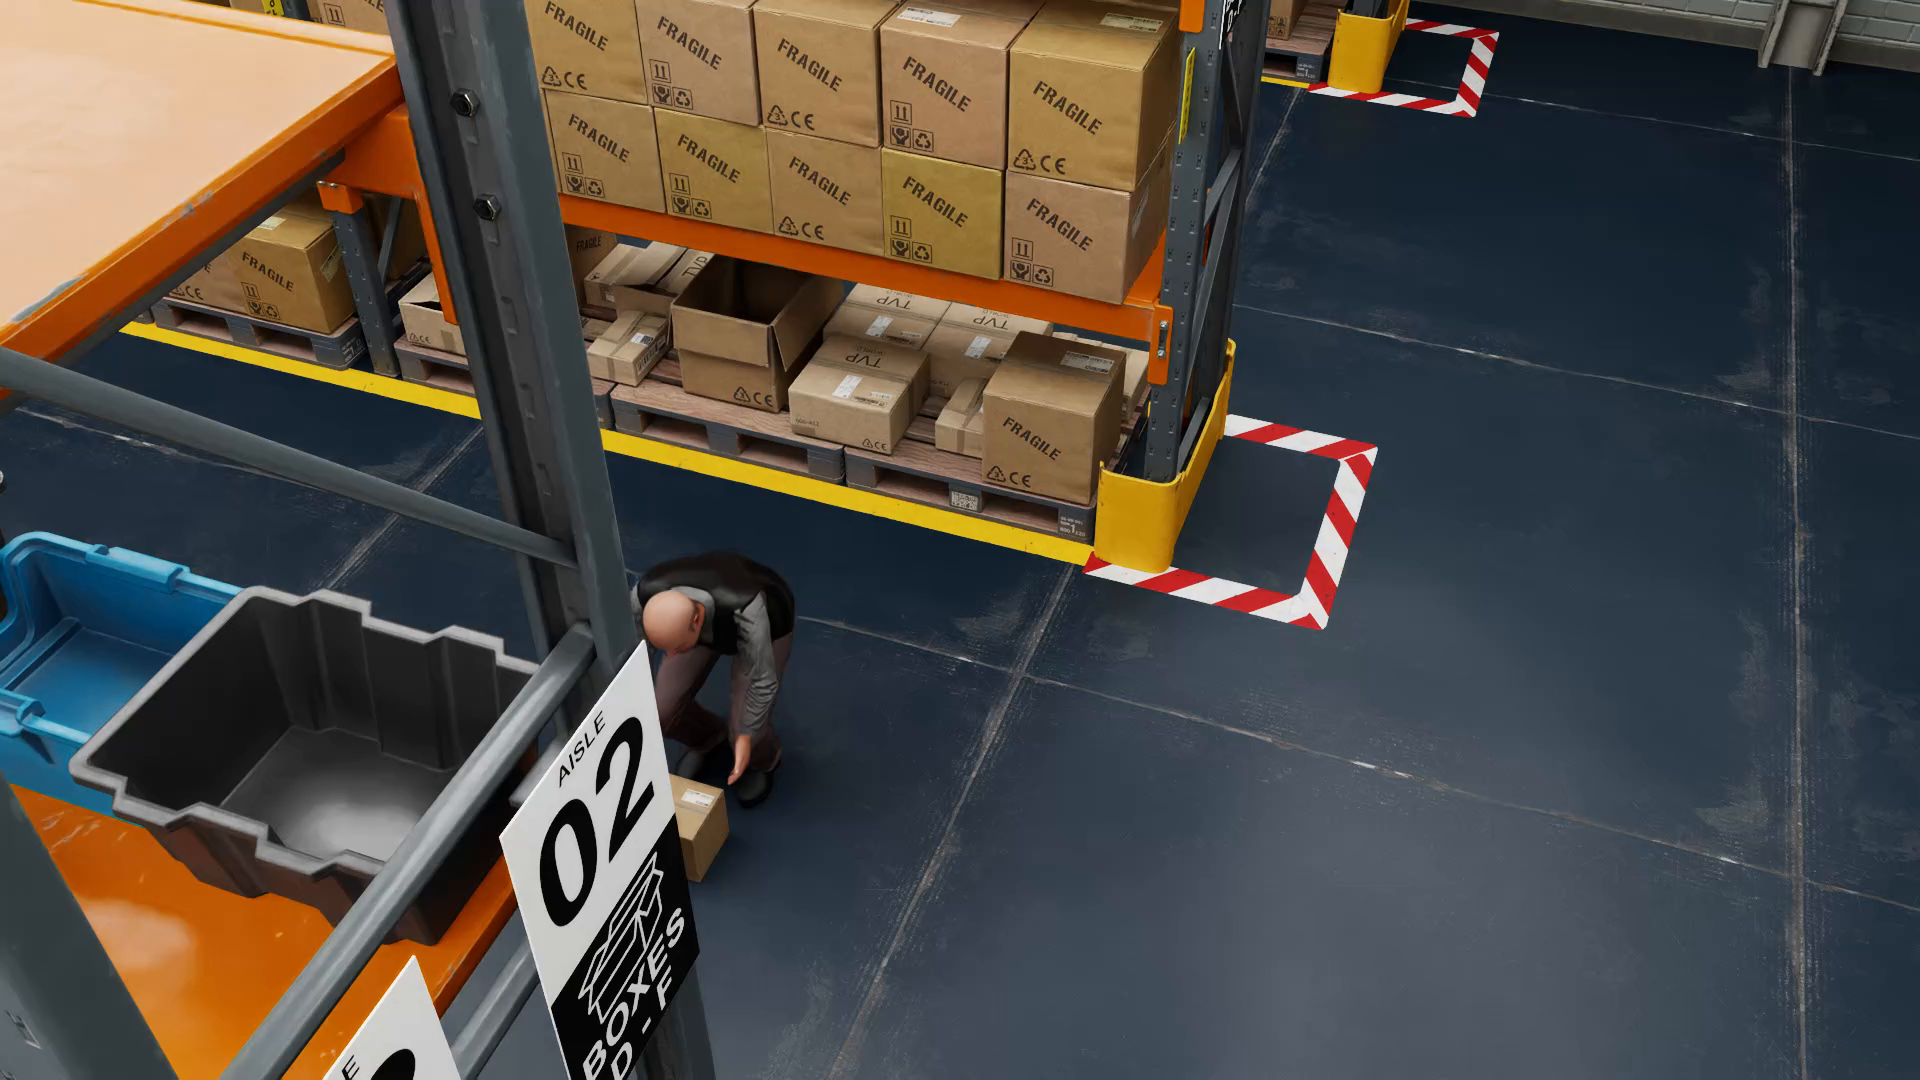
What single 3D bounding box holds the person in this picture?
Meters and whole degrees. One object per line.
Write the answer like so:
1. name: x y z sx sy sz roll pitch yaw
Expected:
1. person: -0.894 0.611 6.102 0.533 0.908 0.865 13 43 15
